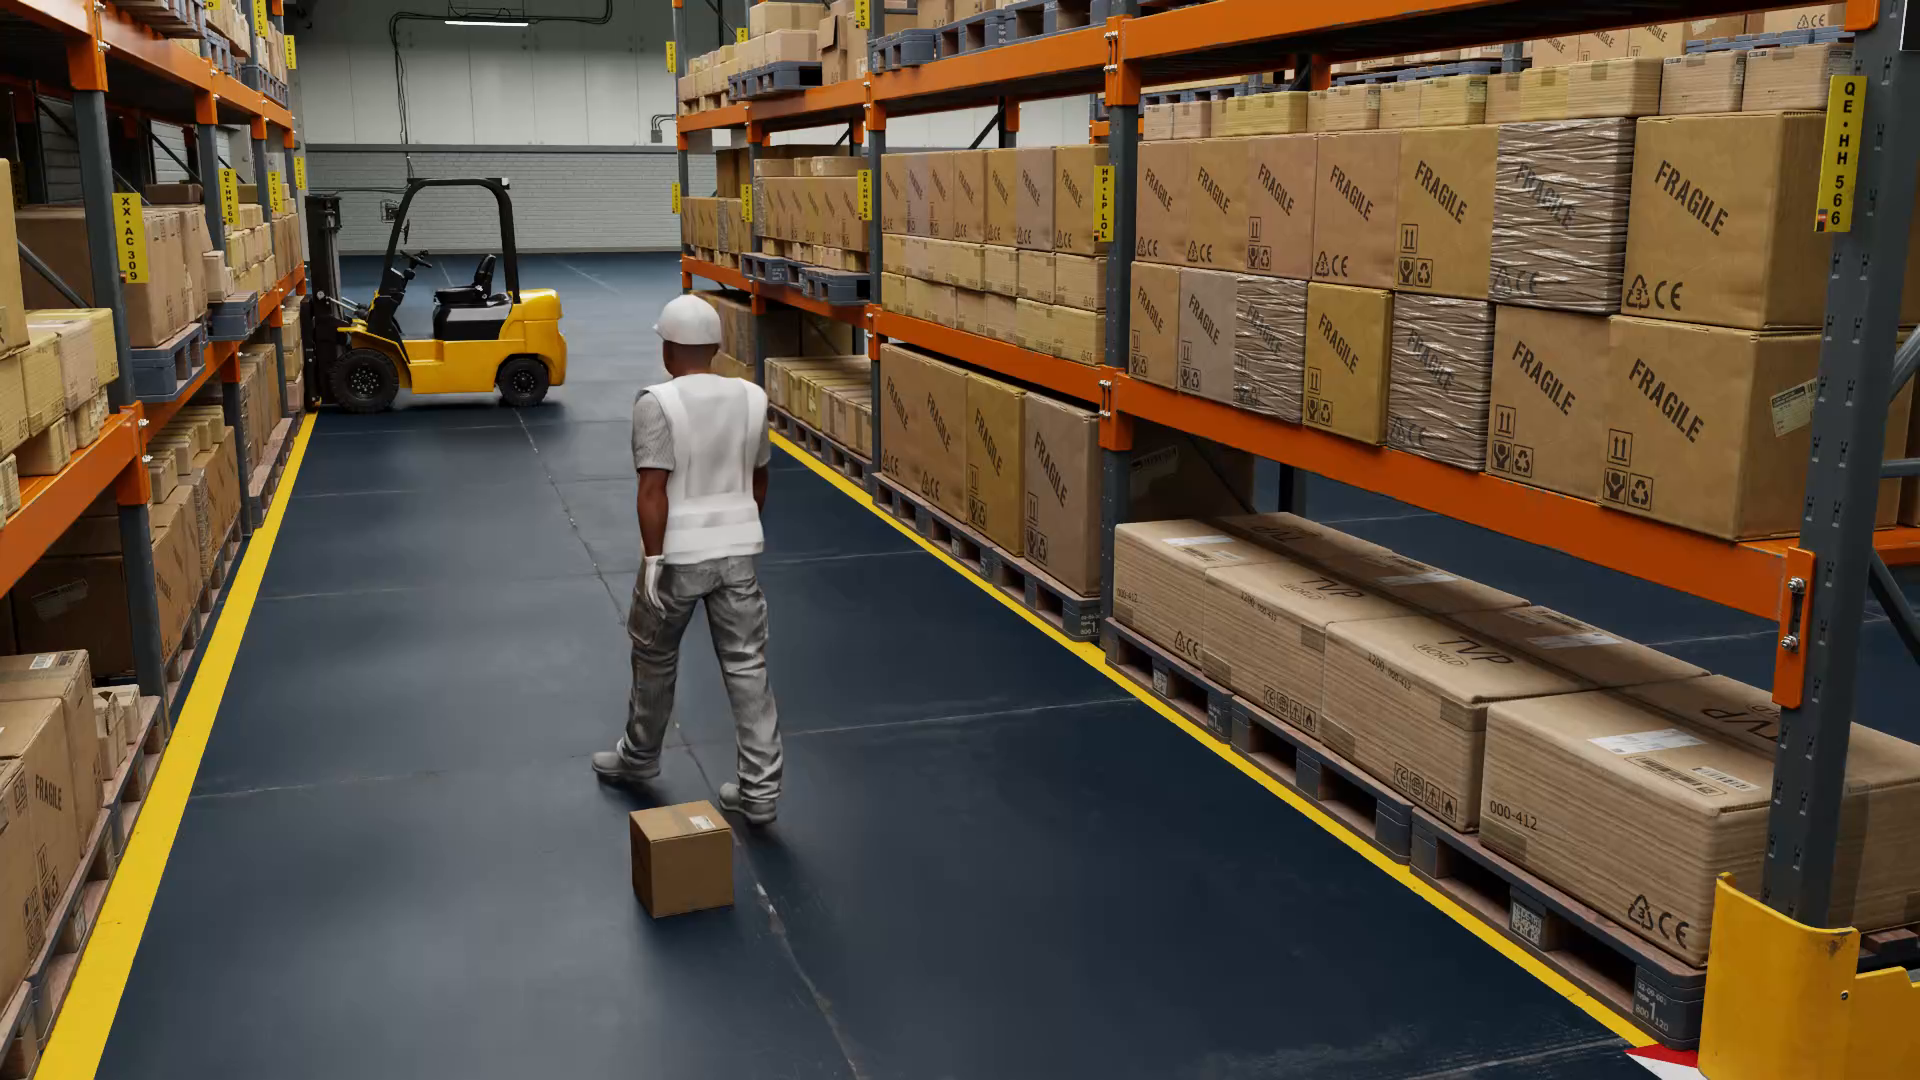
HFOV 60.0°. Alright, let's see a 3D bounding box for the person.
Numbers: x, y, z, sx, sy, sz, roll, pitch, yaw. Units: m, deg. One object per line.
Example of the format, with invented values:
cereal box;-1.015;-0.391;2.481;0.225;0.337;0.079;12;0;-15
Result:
person;-0.909;0.034;5.714;0.567;1.736;0.915;-8;15;-34
